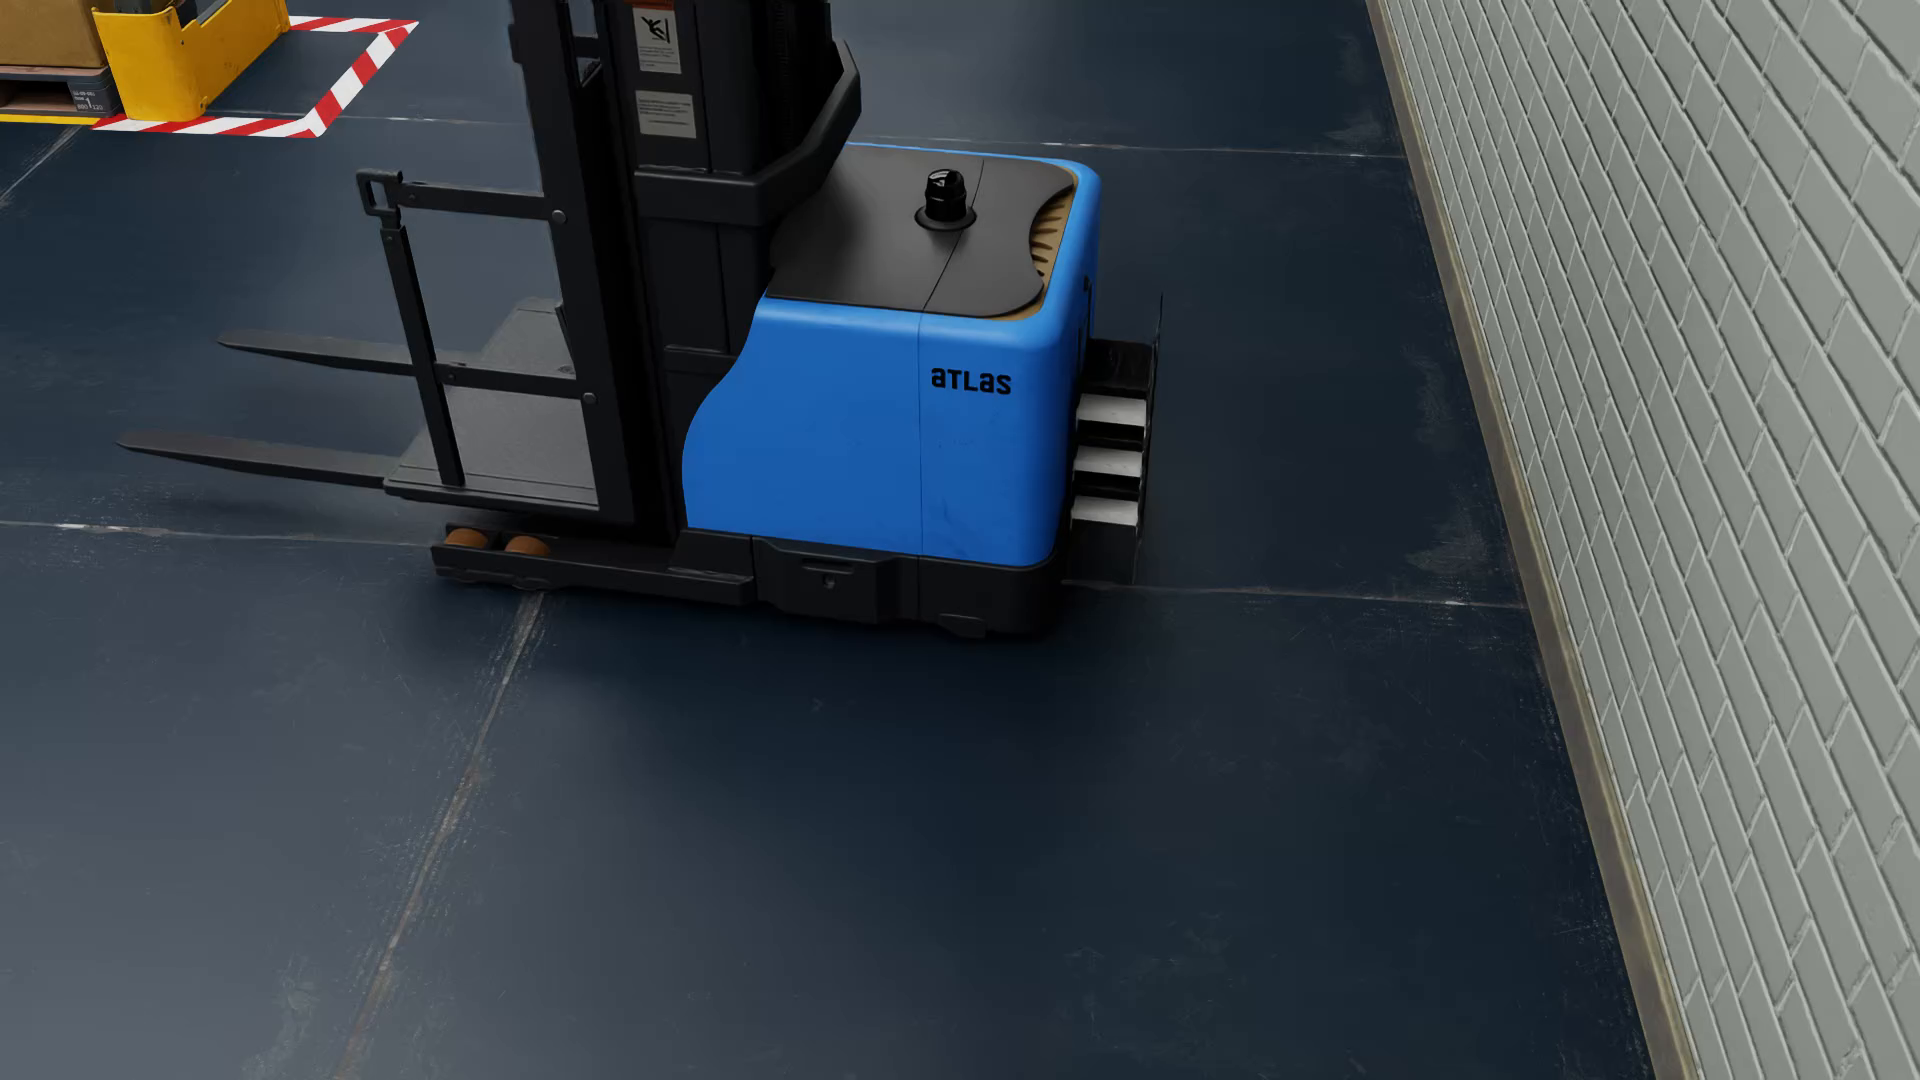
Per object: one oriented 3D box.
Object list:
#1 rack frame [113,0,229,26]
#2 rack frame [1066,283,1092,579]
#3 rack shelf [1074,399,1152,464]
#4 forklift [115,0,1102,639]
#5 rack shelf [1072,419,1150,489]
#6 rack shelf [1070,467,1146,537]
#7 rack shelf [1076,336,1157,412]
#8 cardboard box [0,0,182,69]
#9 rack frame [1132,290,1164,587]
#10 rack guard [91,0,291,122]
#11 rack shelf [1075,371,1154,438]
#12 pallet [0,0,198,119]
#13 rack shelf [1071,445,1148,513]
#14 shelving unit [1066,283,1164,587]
[{"bbox_3d":[-3.640,-3.446,7.108,0.127,3.000,1.000,3,39,4],"label":"rack frame"},{"bbox_3d":[0.350,-0.304,4.911,0.006,0.900,0.240,7,40,8],"label":"rack frame"},{"bbox_3d":[0.450,-0.336,4.861,0.200,0.077,0.258,7,40,8],"label":"rack shelf"},{"bbox_3d":[-1.136,-1.303,4.529,3.031,2.935,1.130,7,40,8],"label":"forklift"},{"bbox_3d":[0.450,-0.267,4.918,0.200,0.077,0.258,7,40,8],"label":"rack shelf"},{"bbox_3d":[0.450,-0.127,5.031,0.200,0.077,0.258,7,40,8],"label":"rack shelf"},{"bbox_3d":[0.450,-0.476,4.747,0.200,0.077,0.258,7,40,8],"label":"rack shelf"},{"bbox_3d":[-4.285,-2.769,7.627,0.875,0.875,0.875,3,39,4],"label":"cardboard box"},{"bbox_3d":[0.550,-0.281,4.882,0.006,0.900,0.240,7,40,8],"label":"rack frame"},{"bbox_3d":[-3.616,-2.475,7.895,0.348,0.500,1.175,3,39,4],"label":"rack guard"},{"bbox_3d":[0.450,-0.406,4.804,0.200,0.077,0.258,7,40,8],"label":"rack shelf"},{"bbox_3d":[-4.444,-2.359,7.981,1.213,0.211,1.003,3,39,4],"label":"pallet"},{"bbox_3d":[0.450,-0.197,4.974,0.200,0.077,0.258,7,40,8],"label":"rack shelf"},{"bbox_3d":[0.450,-0.293,4.897,0.210,0.900,0.258,7,40,8],"label":"shelving unit"}]
